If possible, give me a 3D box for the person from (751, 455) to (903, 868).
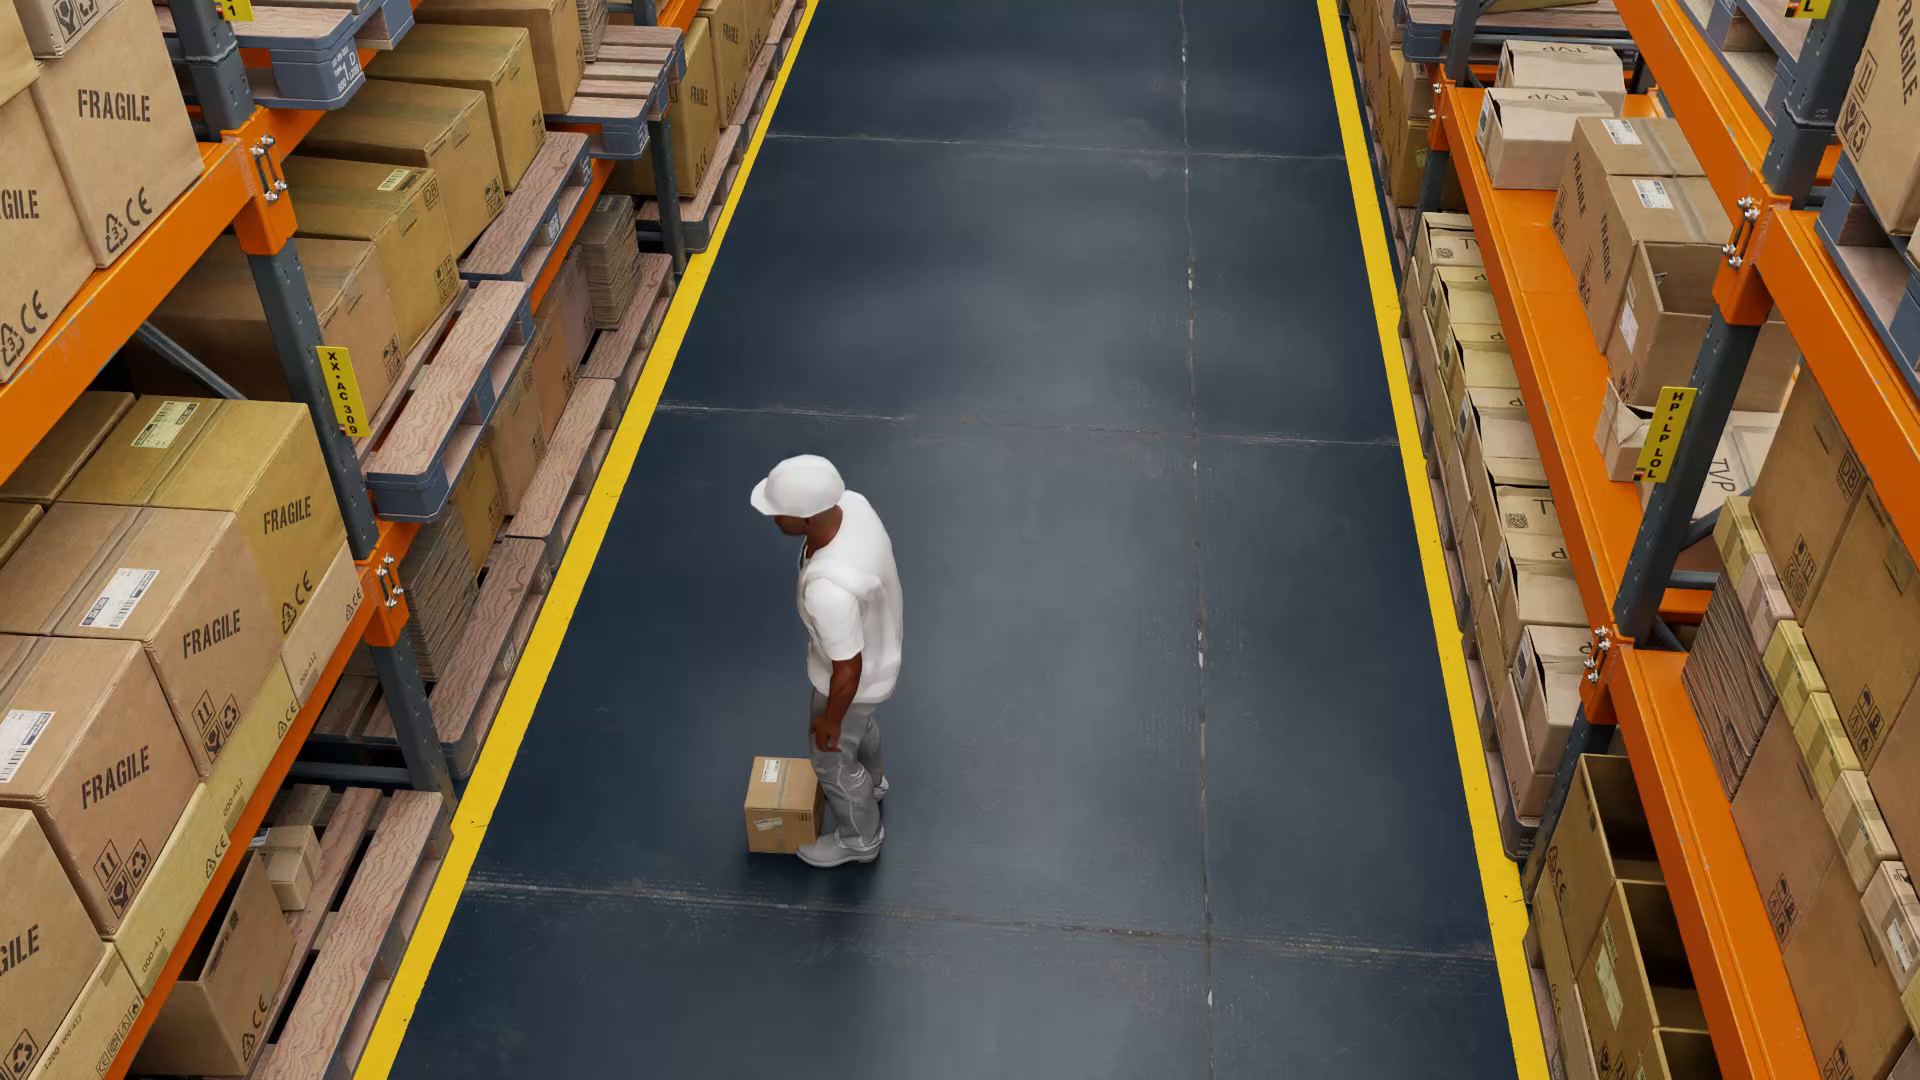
[{"bbox_3d":[-0.418,0.413,5.648,0.460,1.759,0.629,1,40,1],"label":"person"}]
